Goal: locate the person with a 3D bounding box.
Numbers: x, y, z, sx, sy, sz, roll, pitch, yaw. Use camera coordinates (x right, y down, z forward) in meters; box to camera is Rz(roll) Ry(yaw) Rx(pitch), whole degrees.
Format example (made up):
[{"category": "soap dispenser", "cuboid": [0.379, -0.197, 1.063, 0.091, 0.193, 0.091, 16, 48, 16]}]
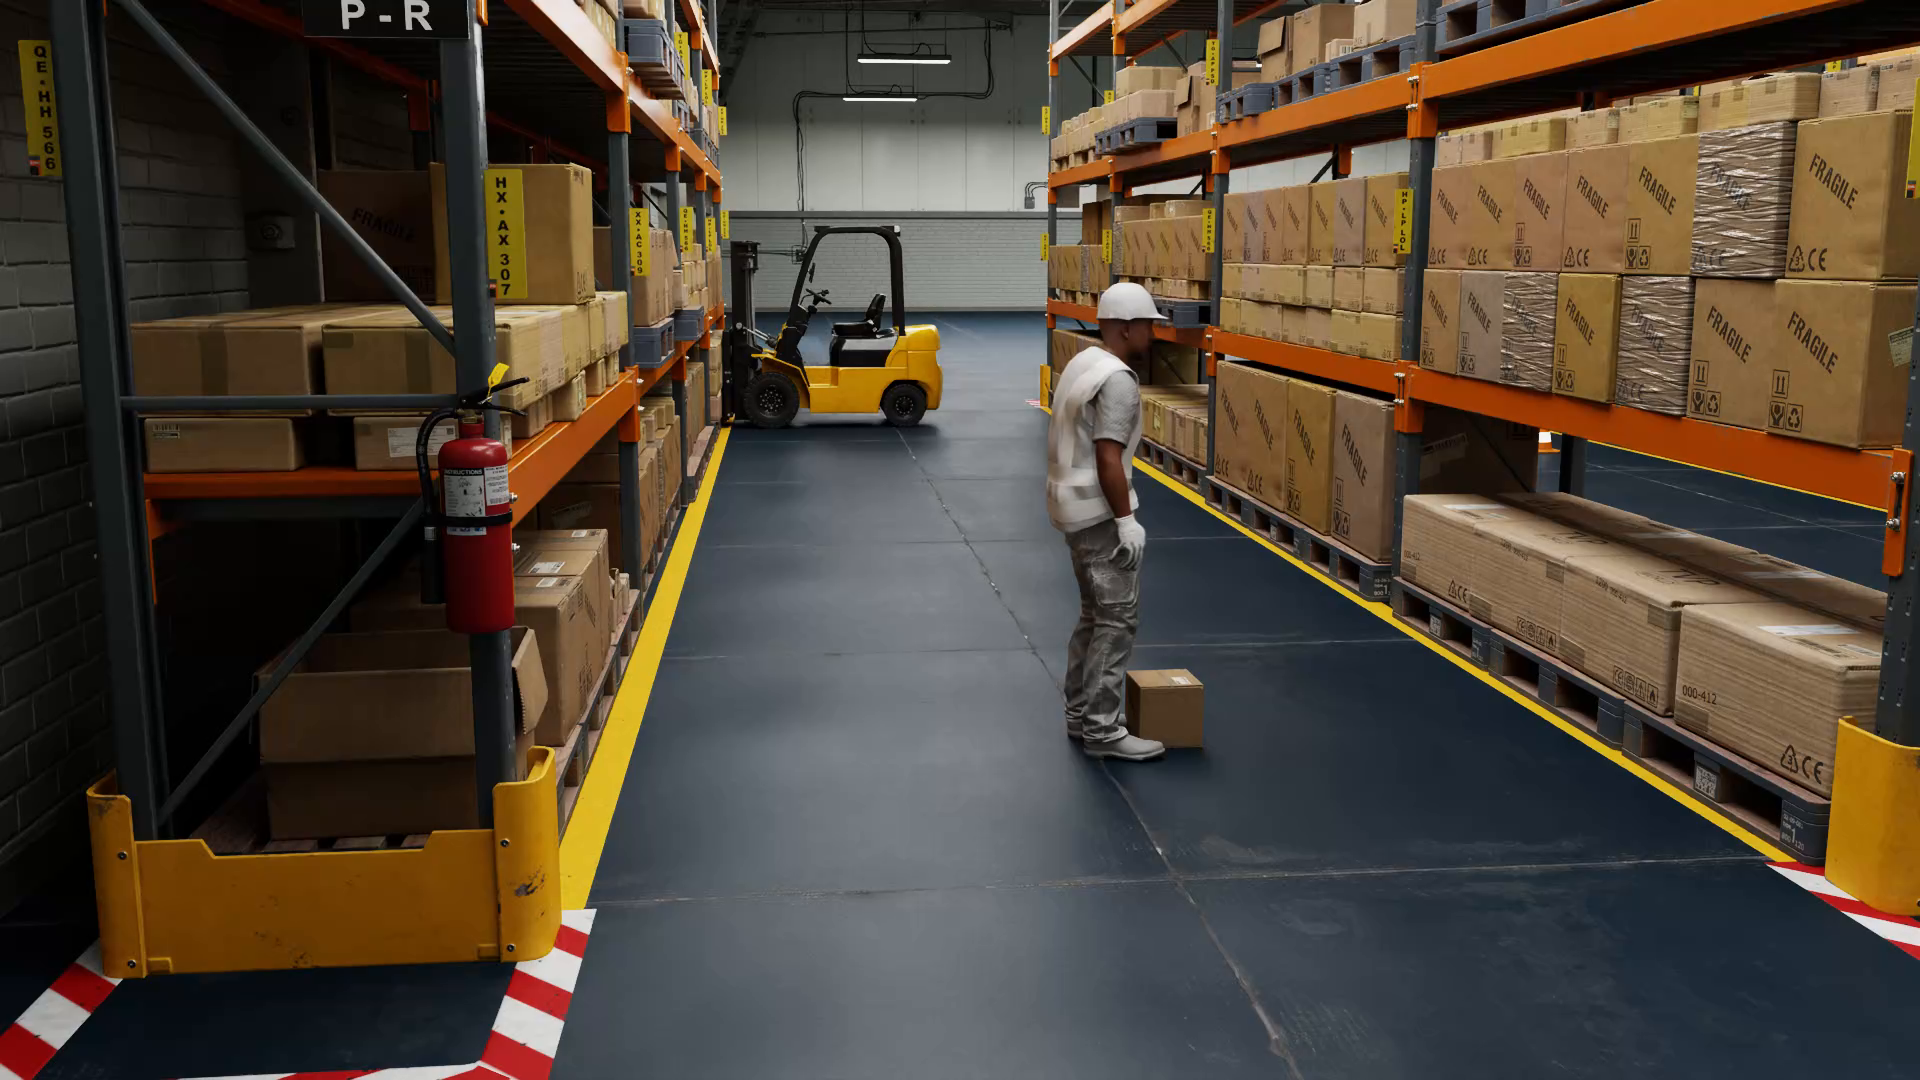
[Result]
[{"category": "person", "cuboid": [0.563, -0.081, 6.334, 0.448, 1.774, 0.616, -1, 10, -8]}]
